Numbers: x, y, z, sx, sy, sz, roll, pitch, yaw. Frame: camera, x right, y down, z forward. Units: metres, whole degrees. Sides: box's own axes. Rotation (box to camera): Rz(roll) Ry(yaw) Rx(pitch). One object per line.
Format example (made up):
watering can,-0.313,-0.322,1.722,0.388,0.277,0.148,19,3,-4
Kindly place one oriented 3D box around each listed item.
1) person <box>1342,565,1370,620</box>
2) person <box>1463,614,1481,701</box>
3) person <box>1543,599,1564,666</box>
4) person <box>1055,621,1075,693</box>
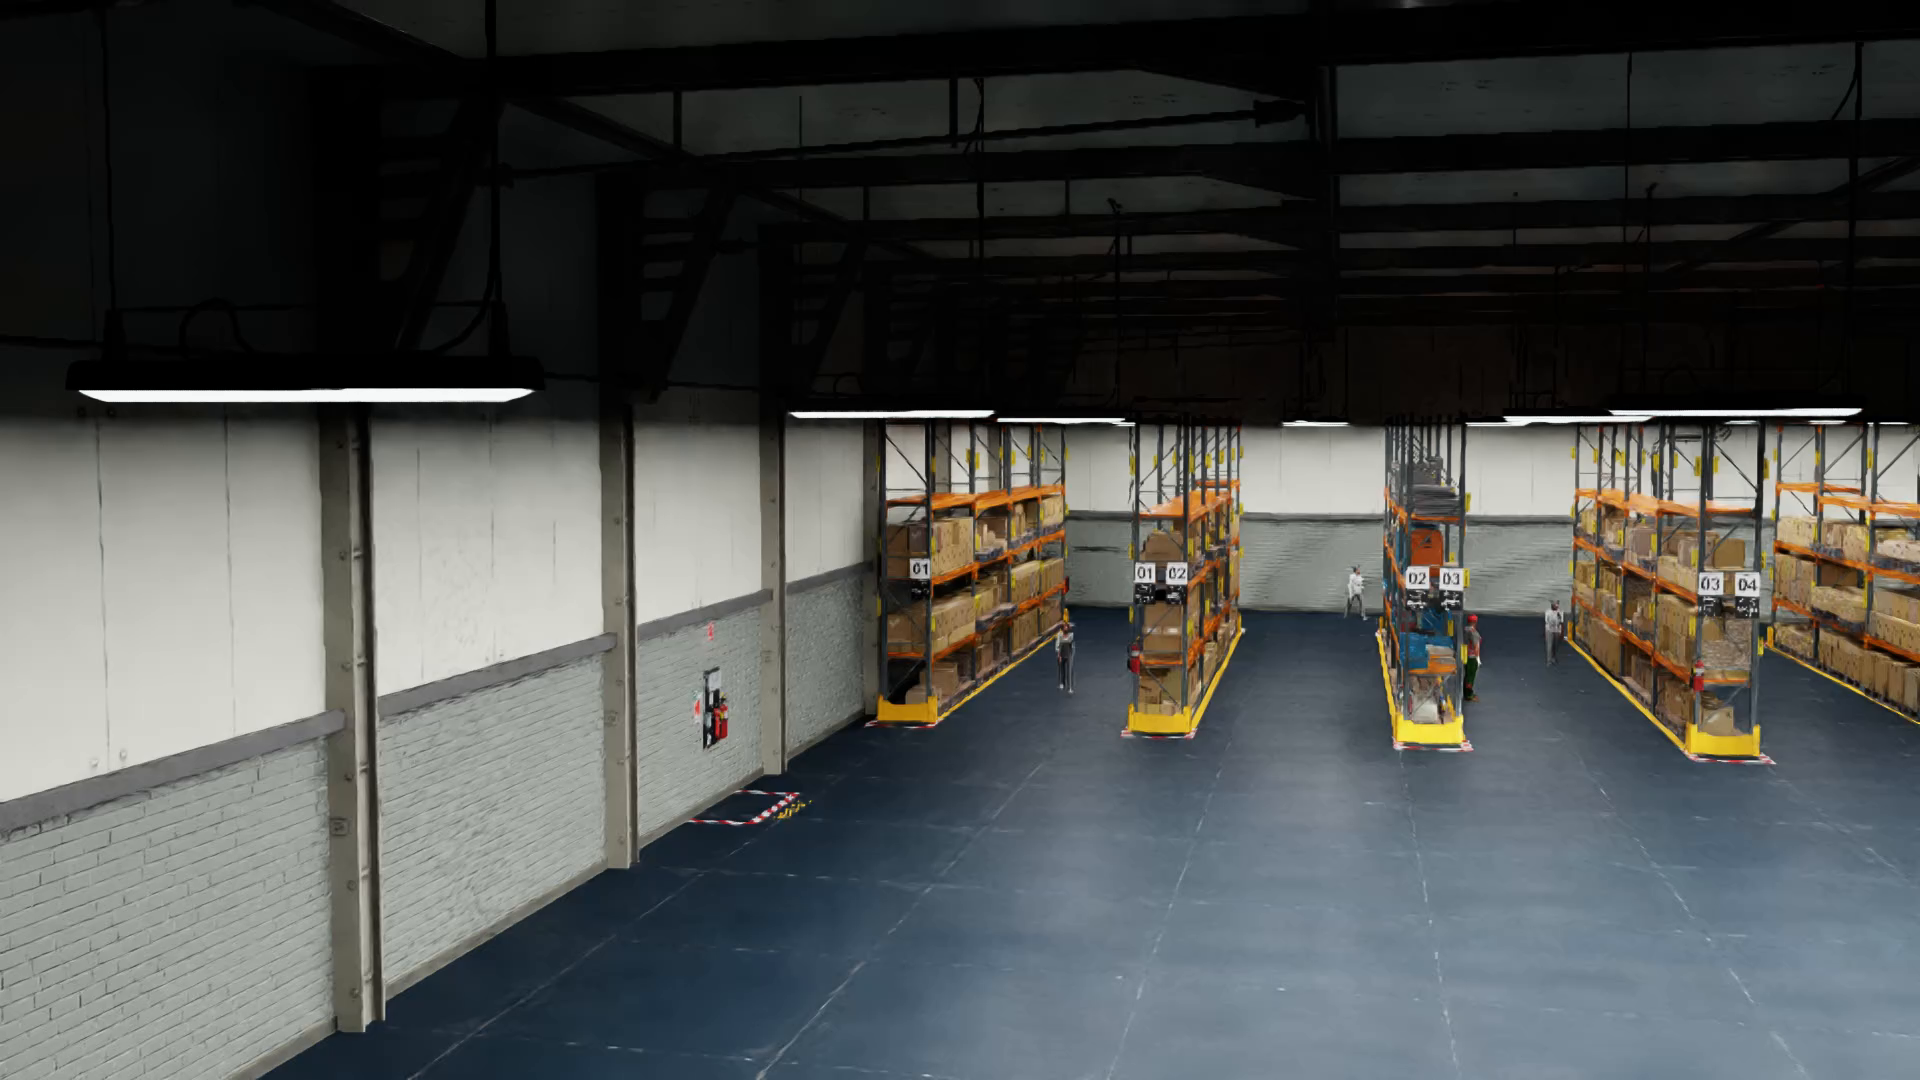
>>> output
person,11.774,1.545,49.516,0.547,1.645,0.912,-1,4,-13
person,10.755,2.445,34.906,0.398,1.793,0.659,-1,4,-8
person,14.311,2.204,40.048,0.445,1.587,1.091,1,4,11
person,2.268,2.515,35.909,0.411,1.530,0.957,0,4,4
